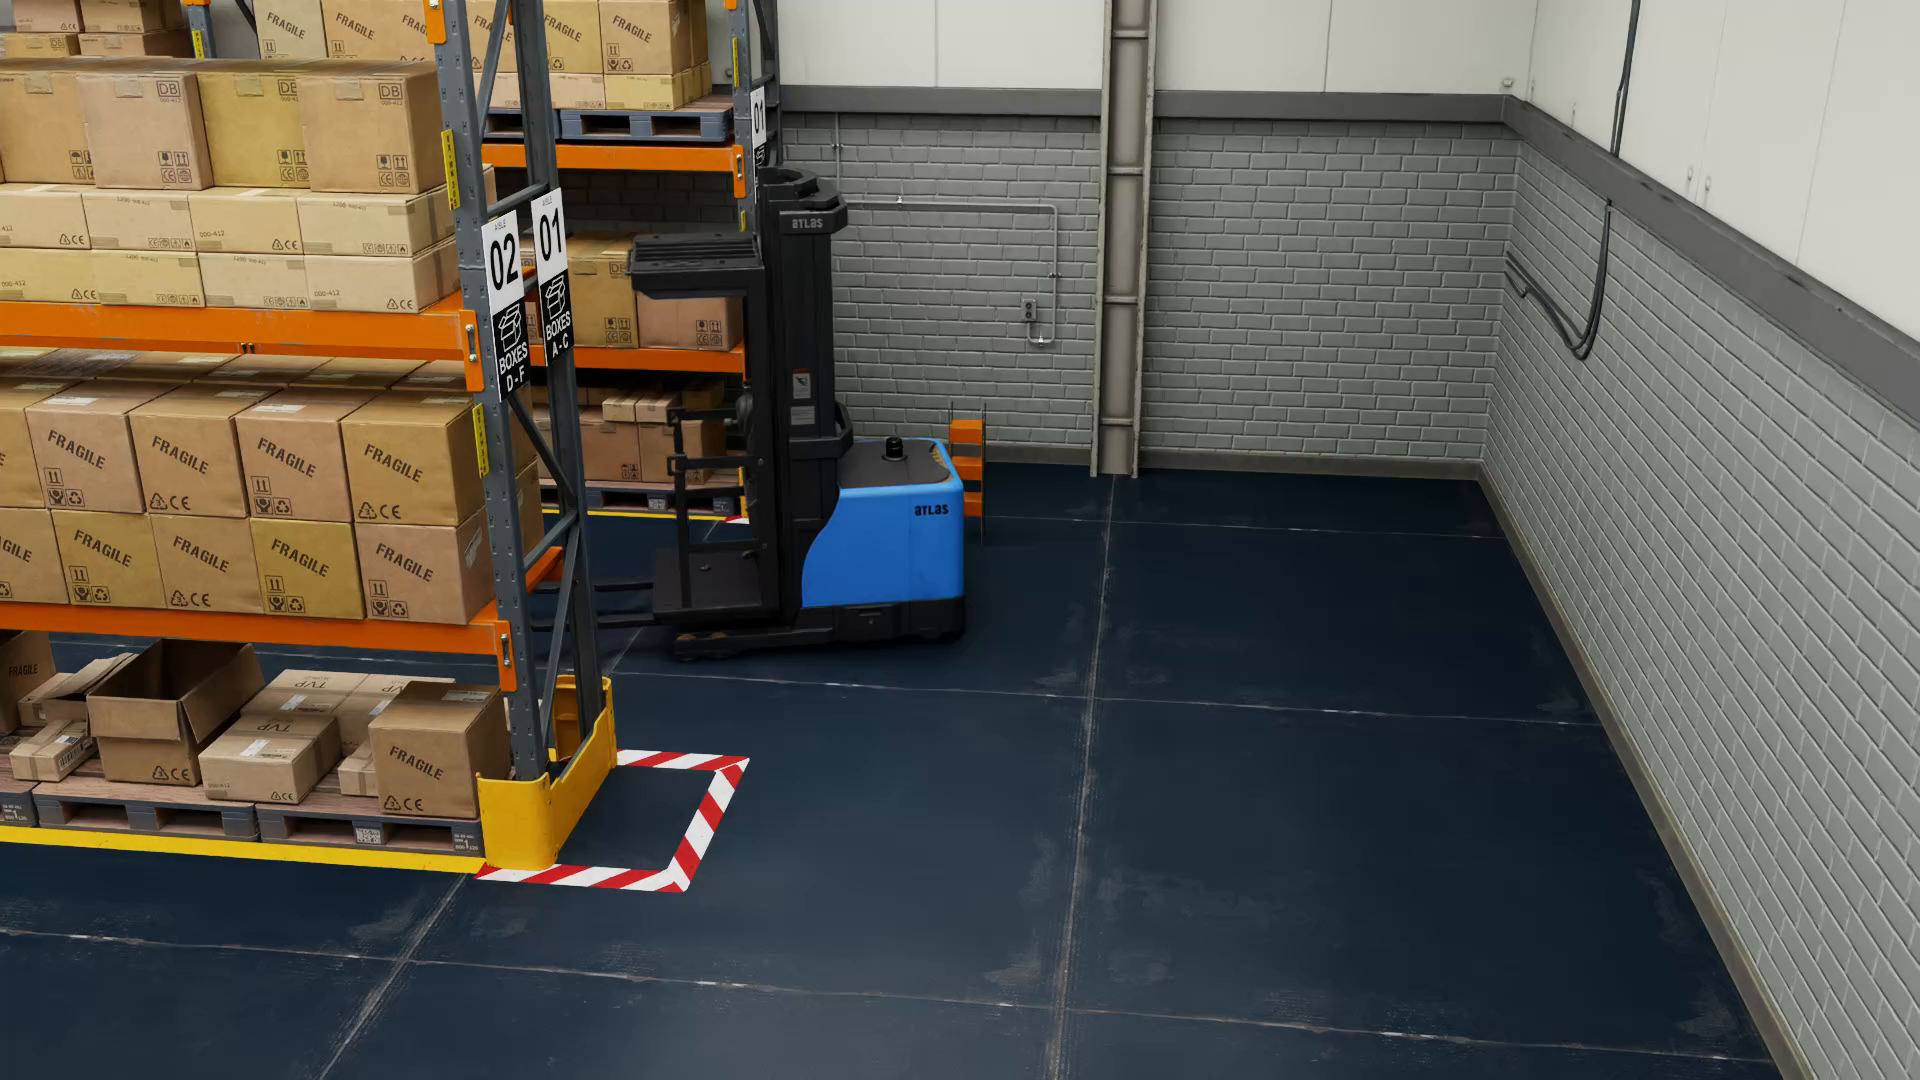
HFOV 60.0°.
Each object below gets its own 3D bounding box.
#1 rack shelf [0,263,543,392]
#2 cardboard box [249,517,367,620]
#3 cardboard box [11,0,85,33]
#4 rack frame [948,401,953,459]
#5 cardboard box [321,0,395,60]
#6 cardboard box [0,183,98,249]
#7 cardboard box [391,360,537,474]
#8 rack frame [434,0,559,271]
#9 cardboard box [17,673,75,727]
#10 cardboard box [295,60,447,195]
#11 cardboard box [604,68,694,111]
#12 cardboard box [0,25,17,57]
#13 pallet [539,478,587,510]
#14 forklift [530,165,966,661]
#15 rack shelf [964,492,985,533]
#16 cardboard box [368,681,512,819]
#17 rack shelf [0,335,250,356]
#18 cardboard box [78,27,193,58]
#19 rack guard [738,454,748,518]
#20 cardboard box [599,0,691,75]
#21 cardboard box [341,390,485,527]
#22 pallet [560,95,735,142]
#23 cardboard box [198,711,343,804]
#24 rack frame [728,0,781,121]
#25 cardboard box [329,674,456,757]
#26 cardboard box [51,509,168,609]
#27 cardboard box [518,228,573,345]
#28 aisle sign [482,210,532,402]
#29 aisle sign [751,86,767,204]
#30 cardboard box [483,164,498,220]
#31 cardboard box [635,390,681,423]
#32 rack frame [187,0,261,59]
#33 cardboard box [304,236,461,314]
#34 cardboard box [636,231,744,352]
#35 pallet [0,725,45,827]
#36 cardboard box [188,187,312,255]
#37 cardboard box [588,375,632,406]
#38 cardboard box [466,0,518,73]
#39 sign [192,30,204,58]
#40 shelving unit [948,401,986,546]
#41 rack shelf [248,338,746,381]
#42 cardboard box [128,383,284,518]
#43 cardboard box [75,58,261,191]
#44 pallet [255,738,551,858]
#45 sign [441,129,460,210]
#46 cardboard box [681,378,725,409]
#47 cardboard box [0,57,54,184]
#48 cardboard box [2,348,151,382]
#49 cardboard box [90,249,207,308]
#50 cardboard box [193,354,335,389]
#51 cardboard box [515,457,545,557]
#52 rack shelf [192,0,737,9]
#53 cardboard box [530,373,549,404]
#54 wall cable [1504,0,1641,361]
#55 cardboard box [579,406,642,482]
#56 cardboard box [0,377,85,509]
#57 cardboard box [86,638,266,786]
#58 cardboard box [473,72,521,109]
[{"bbox_3d":[-4.056,-1.109,8.065,4.000,0.370,1.077,2,22,6],"label":"rack shelf"},{"bbox_3d":[-3.062,0.050,8.098,0.500,0.500,0.500,3,22,7],"label":"cardboard box"},{"bbox_3d":[-6.871,-4.043,12.753,0.500,0.250,0.500,2,22,5],"label":"cardboard box"},{"bbox_3d":[-0.068,-0.491,12.254,0.008,1.050,0.200,2,22,6],"label":"rack frame"},{"bbox_3d":[-4.277,-3.707,12.133,0.500,0.500,0.500,2,22,5],"label":"cardboard box"},{"bbox_3d":[-4.100,-1.513,7.631,0.500,0.250,0.500,2,22,6],"label":"cardboard box"},{"bbox_3d":[-2.479,-0.589,8.355,0.500,0.500,0.500,3,22,8],"label":"cardboard box"},{"bbox_3d":[-2.070,-2.752,7.162,0.127,3.000,1.000,2,22,6],"label":"rack frame"},{"bbox_3d":[-5.063,0.901,9.360,0.250,0.149,0.380,2,22,6],"label":"cardboard box"},{"bbox_3d":[-2.582,-1.885,7.553,0.500,0.500,0.700,2,22,6],"label":"cardboard box"},{"bbox_3d":[-2.249,-3.273,12.056,0.500,0.250,0.500,3,22,8],"label":"cardboard box"},{"bbox_3d":[-7.374,-3.714,12.940,0.500,0.500,0.700,2,22,6],"label":"cardboard box"},{"bbox_3d":[-3.502,-0.534,13.504,1.213,0.211,1.003,2,22,6],"label":"pallet"},{"bbox_3d":[-1.527,-0.806,10.492,3.031,2.935,1.130,-3,22,-9],"label":"forklift"},{"bbox_3d":[0.053,-0.218,12.347,0.240,0.259,0.215,2,22,6],"label":"rack shelf"},{"bbox_3d":[-2.639,1.062,8.476,0.500,0.500,0.500,2,22,6],"label":"cardboard box"},{"bbox_3d":[-7.449,-1.696,13.629,4.000,0.370,1.077,2,22,6],"label":"rack shelf"},{"bbox_3d":[-6.324,-3.669,12.825,0.500,0.500,0.700,1,22,3],"label":"cardboard box"},{"bbox_3d":[-1.467,-0.608,13.297,0.348,0.500,1.175,2,22,6],"label":"rack guard"},{"bbox_3d":[-2.249,-3.619,11.911,0.500,0.500,0.500,2,22,6],"label":"cardboard box"},{"bbox_3d":[-2.544,-0.393,7.858,0.500,0.500,0.500,2,22,6],"label":"cardboard box"},{"bbox_3d":[-2.228,-3.153,12.377,1.213,0.211,1.003,2,22,6],"label":"pallet"},{"bbox_3d":[-3.579,1.126,8.653,0.500,0.250,0.500,2,22,6],"label":"cardboard box"},{"bbox_3d":[-1.490,-4.561,11.737,0.127,3.000,1.000,2,22,6],"label":"rack frame"},{"bbox_3d":[-3.073,0.963,9.066,0.500,0.250,0.500,2,22,6],"label":"cardboard box"},{"bbox_3d":[-4.057,0.004,8.213,0.500,0.500,0.500,2,22,6],"label":"cardboard box"},{"bbox_3d":[-3.478,-1.993,12.993,0.700,0.700,0.980,1,22,4],"label":"cardboard box"},{"bbox_3d":[-2.038,-1.057,7.497,0.004,0.787,0.394,2,22,6],"label":"aisle sign"},{"bbox_3d":[-1.454,-2.868,12.077,0.004,0.787,0.394,2,22,6],"label":"aisle sign"},{"bbox_3d":[-2.549,-1.637,7.946,0.500,0.250,0.500,2,22,6],"label":"cardboard box"},{"bbox_3d":[-2.346,-1.039,12.933,0.250,0.149,0.380,2,22,6],"label":"cardboard box"},{"bbox_3d":[-5.463,-4.734,12.175,0.127,3.000,1.000,2,22,6],"label":"rack frame"},{"bbox_3d":[-2.611,-1.214,7.554,0.500,0.250,0.500,2,22,6],"label":"cardboard box"},{"bbox_3d":[-1.998,-1.929,12.832,0.700,0.700,0.980,3,22,9],"label":"cardboard box"},{"bbox_3d":[-5.360,1.191,9.140,1.213,0.211,1.003,2,22,6],"label":"pallet"},{"bbox_3d":[-3.106,-1.471,7.524,0.500,0.250,0.500,2,22,6],"label":"cardboard box"},{"bbox_3d":[-2.801,-1.200,13.341,0.250,0.149,0.380,3,22,7],"label":"cardboard box"},{"bbox_3d":[-3.264,-3.664,12.025,0.500,0.500,0.500,2,22,4],"label":"cardboard box"},{"bbox_3d":[-5.517,-3.528,12.071,0.005,0.325,0.100,2,22,6],"label":"sign"},{"bbox_3d":[0.053,-0.486,12.241,0.252,1.050,0.215,2,22,6],"label":"shelving unit"},{"bbox_3d":[-3.477,-1.523,13.191,4.000,0.370,1.077,2,22,6],"label":"rack shelf"},{"bbox_3d":[-3.561,-0.435,7.965,0.500,0.500,0.500,3,22,8],"label":"cardboard box"},{"bbox_3d":[-3.577,-1.920,7.641,0.500,0.500,0.700,2,22,6],"label":"cardboard box"},{"bbox_3d":[-2.937,1.297,8.873,1.213,0.211,1.003,2,22,6],"label":"pallet"},{"bbox_3d":[-2.155,-1.567,7.040,0.005,0.325,0.100,2,22,6],"label":"sign"},{"bbox_3d":[-2.050,-1.167,13.259,0.250,0.149,0.380,3,22,7],"label":"cardboard box"},{"bbox_3d":[-4.577,-1.942,7.697,0.500,0.500,0.700,2,22,6],"label":"cardboard box"},{"bbox_3d":[-4.500,-0.677,8.575,0.500,0.500,0.500,3,22,7],"label":"cardboard box"},{"bbox_3d":[-3.604,-1.256,7.661,0.500,0.250,0.500,2,22,6],"label":"cardboard box"},{"bbox_3d":[-3.496,-0.633,8.464,0.500,0.500,0.500,3,22,7],"label":"cardboard box"},{"bbox_3d":[-2.479,-0.124,8.539,0.500,0.500,0.500,3,22,7],"label":"cardboard box"},{"bbox_3d":[-3.477,-4.127,12.162,4.000,0.370,1.077,2,22,6],"label":"rack shelf"},{"bbox_3d":[-3.309,-1.221,13.396,0.250,0.149,0.380,3,22,7],"label":"cardboard box"},{"bbox_3d":[4.084,-2.742,11.359,0.112,2.526,3.097,2,22,6],"label":"wall cable"},{"bbox_3d":[-2.694,-0.819,13.262,0.500,0.500,0.700,2,22,6],"label":"cardboard box"},{"bbox_3d":[-4.584,-0.479,8.076,0.500,0.500,0.500,2,22,5],"label":"cardboard box"},{"bbox_3d":[-4.176,0.900,8.880,0.637,0.503,0.797,2,22,6],"label":"cardboard box"},{"bbox_3d":[-3.283,-3.316,12.164,0.500,0.250,0.500,2,22,5],"label":"cardboard box"}]
